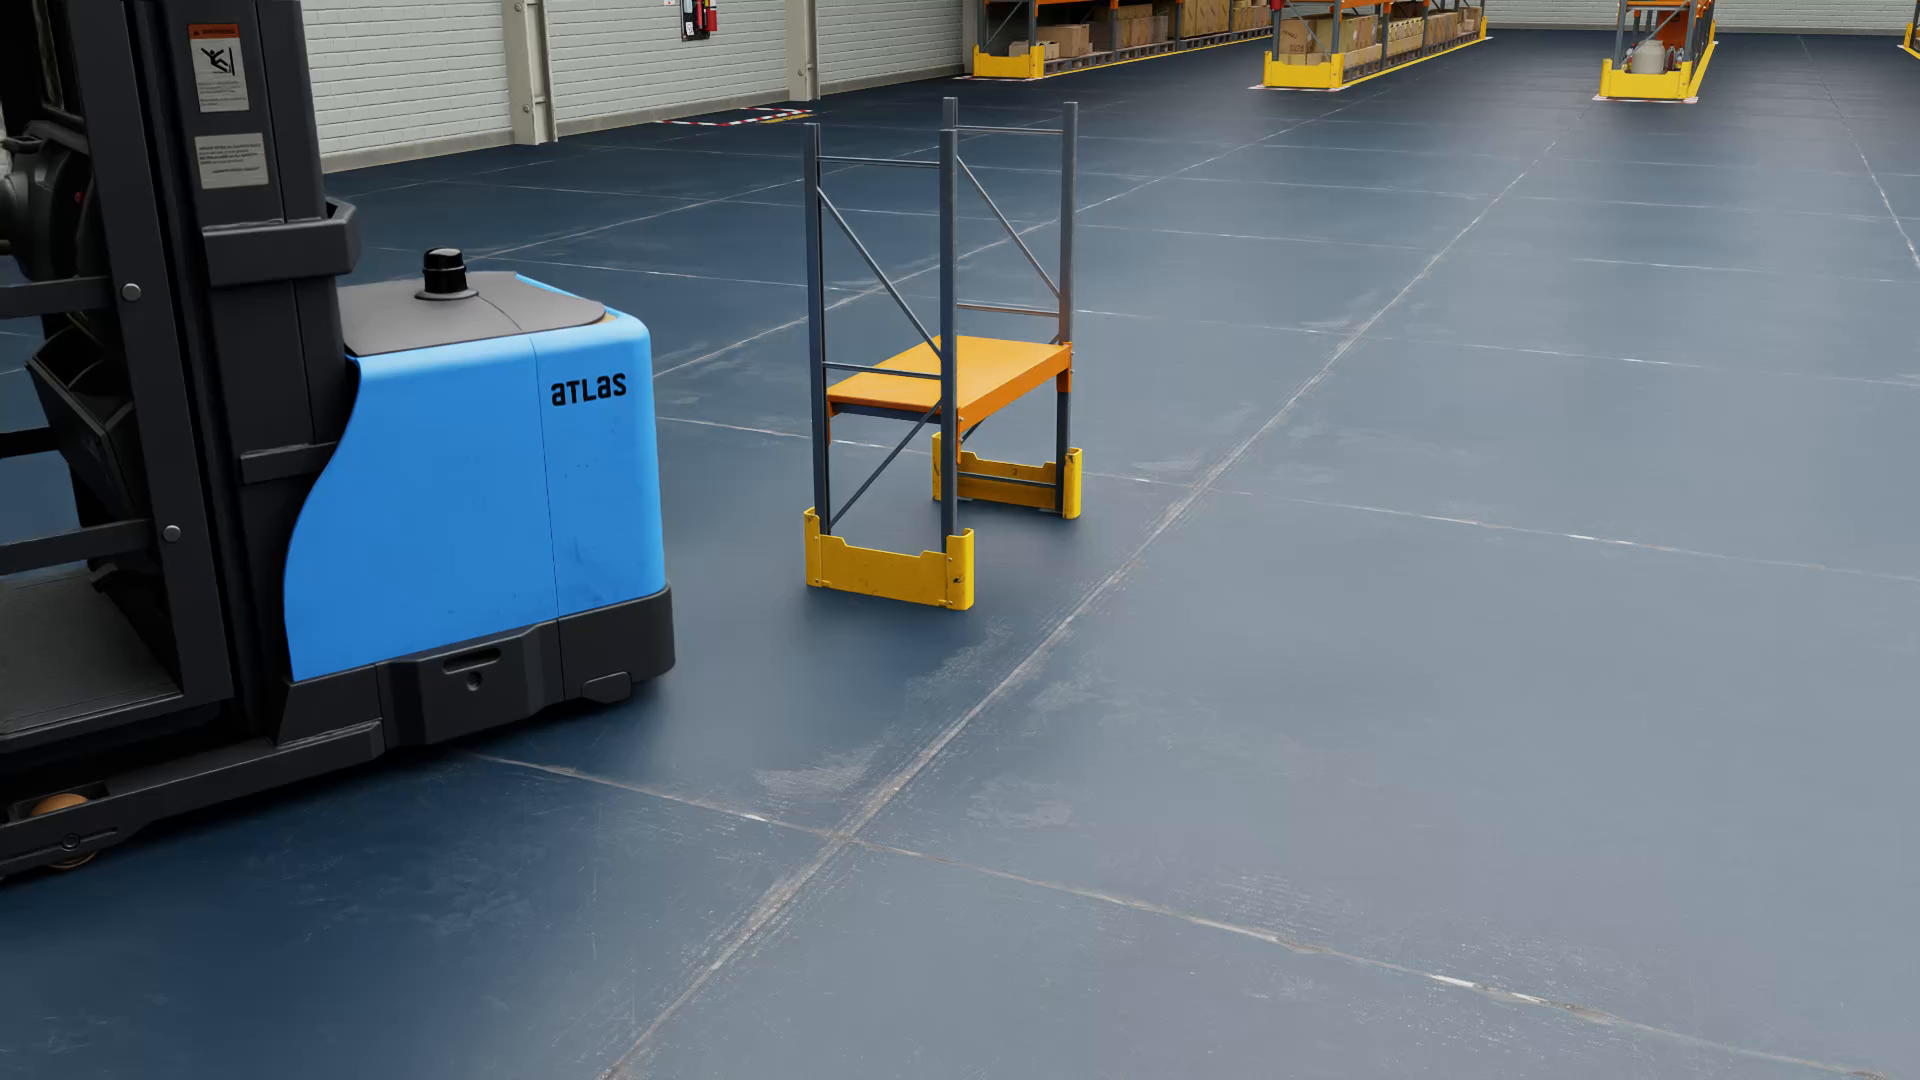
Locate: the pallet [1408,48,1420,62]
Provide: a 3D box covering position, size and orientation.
[{"bbox_3d":[8.191,-9.309,31.830,1.003,0.211,1.213,9,21,23],"label":"pallet"}]

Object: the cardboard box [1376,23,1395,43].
[{"bbox_3d":[7.323,-8.905,29.173,0.500,0.311,0.500,9,21,23],"label":"cardboard box"}]

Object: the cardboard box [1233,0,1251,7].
[{"bbox_3d":[6.601,-12.550,38.918,0.380,0.149,0.250,8,21,21],"label":"cardboard box"}]

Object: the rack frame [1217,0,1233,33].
[{"bbox_3d":[5.681,-12.771,37.402,1.000,3.000,0.127,9,21,23],"label":"rack frame"}]

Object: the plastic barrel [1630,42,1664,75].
[{"bbox_3d":[10.005,-6.980,24.207,0.421,0.512,0.421,0,20,0],"label":"plastic barrel"}]

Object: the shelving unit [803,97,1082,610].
[{"bbox_3d":[-0.031,-0.683,5.652,0.587,1.500,1.083,9,21,23],"label":"shelving unit"}]

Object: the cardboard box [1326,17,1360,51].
[{"bbox_3d":[6.107,-8.121,26.684,0.500,0.500,0.500,9,21,23],"label":"cardboard box"}]

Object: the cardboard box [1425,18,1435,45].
[{"bbox_3d":[9.011,-9.999,32.682,0.500,0.500,0.500,10,22,25],"label":"cardboard box"}]

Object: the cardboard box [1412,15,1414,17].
[{"bbox_3d":[8.945,-10.375,33.740,0.500,0.500,0.500,8,21,21],"label":"cardboard box"}]

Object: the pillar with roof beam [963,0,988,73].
[{"bbox_3d":[4.192,-11.671,25.356,9.100,9.000,0.400,9,21,23],"label":"pillar with roof beam"}]

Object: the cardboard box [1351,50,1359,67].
[{"bbox_3d":[6.117,-7.766,26.806,0.500,0.250,0.500,9,21,23],"label":"cardboard box"}]

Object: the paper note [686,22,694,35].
[{"bbox_3d":[-3.374,-6.391,20.778,0.016,0.148,0.142,9,21,23],"label":"paper note"}]

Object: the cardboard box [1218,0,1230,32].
[{"bbox_3d":[5.534,-11.739,37.083,0.750,0.750,0.750,9,21,23],"label":"cardboard box"}]

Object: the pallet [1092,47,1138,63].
[{"bbox_3d":[2.723,-9.250,31.663,1.003,0.211,1.213,9,21,23],"label":"pallet"}]

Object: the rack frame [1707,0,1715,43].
[{"bbox_3d":[16.357,-12.634,37.018,1.000,3.000,0.127,9,21,23],"label":"rack frame"}]

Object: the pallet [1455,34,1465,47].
[{"bbox_3d":[10.484,-10.988,36.551,1.003,0.211,1.213,9,21,23],"label":"pallet"}]

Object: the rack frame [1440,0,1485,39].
[{"bbox_3d":[11.840,-13.315,38.932,1.000,3.000,0.127,9,21,23],"label":"rack frame"}]

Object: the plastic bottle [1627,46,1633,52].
[{"bbox_3d":[10.407,-7.491,25.852,0.144,0.351,0.185,10,22,25],"label":"plastic bottle"}]

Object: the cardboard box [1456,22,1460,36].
[{"bbox_3d":[10.571,-11.131,36.148,0.500,0.311,0.500,9,21,23],"label":"cardboard box"}]

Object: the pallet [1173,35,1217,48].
[{"bbox_3d":[4.936,-10.836,36.125,1.003,0.211,1.213,9,21,23],"label":"pallet"}]

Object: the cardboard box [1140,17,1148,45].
[{"bbox_3d":[3.301,-10.053,32.834,0.700,0.500,0.500,8,21,22],"label":"cardboard box"}]

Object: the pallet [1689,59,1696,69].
[{"bbox_3d":[12.228,-8.272,28.913,1.003,0.211,1.213,9,21,23],"label":"pallet"}]

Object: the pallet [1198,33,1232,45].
[{"bbox_3d":[5.434,-11.211,37.177,1.003,0.211,1.213,9,21,23],"label":"pallet"}]

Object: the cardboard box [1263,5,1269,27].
[{"bbox_3d":[7.124,-12.786,40.549,0.700,0.500,0.500,9,21,23],"label":"cardboard box"}]

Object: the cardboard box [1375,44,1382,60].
[{"bbox_3d":[6.935,-8.377,28.525,0.500,0.250,0.500,9,21,23],"label":"cardboard box"}]

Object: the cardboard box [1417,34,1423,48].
[{"bbox_3d":[8.571,-9.578,31.900,0.500,0.250,0.500,9,22,24],"label":"cardboard box"}]

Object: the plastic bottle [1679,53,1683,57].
[{"bbox_3d":[11.014,-7.312,25.467,0.097,0.271,0.097,0,20,0],"label":"plastic bottle"}]

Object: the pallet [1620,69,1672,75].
[{"bbox_3d":[10.632,-7.078,25.557,1.003,0.211,1.213,9,21,23],"label":"pallet"}]

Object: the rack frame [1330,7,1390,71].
[{"bbox_3d":[6.926,-9.647,28.617,1.000,3.000,0.127,9,21,23],"label":"rack frame"}]

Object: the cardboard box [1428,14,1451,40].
[{"bbox_3d":[9.846,-10.628,34.452,0.500,0.500,0.500,9,21,23],"label":"cardboard box"}]

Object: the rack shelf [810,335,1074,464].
[{"bbox_3d":[-0.035,-0.511,5.704,0.538,0.185,1.000,9,21,23],"label":"rack shelf"}]

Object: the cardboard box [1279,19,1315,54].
[{"bbox_3d":[5.236,-7.884,26.020,0.500,0.500,0.500,9,21,23],"label":"cardboard box"}]

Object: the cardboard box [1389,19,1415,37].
[{"bbox_3d":[8.158,-9.528,30.925,0.500,0.311,0.500,8,21,22],"label":"cardboard box"}]

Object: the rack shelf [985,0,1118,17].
[{"bbox_3d":[1.586,-9.375,28.927,1.077,0.370,4.000,9,21,23],"label":"rack shelf"}]

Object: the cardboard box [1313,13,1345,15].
[{"bbox_3d":[6.253,-8.650,28.172,0.500,0.500,0.500,9,21,23],"label":"cardboard box"}]

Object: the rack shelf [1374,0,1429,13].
[{"bbox_3d":[7.745,-9.919,30.457,1.077,0.370,4.000,9,21,23],"label":"rack shelf"}]

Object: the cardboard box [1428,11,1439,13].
[{"bbox_3d":[10.176,-11.335,36.438,0.500,0.500,0.500,9,21,23],"label":"cardboard box"}]

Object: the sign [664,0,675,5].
[{"bbox_3d":[-3.560,-6.713,20.314,0.001,0.329,0.234,9,21,23],"label":"sign"}]

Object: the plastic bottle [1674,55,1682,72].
[{"bbox_3d":[10.832,-7.176,25.087,0.097,0.271,0.097,0,20,0],"label":"plastic bottle"}]

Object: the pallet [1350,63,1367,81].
[{"bbox_3d":[6.064,-7.721,27.365,1.003,0.211,1.213,9,21,23],"label":"pallet"}]

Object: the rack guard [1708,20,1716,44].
[{"bbox_3d":[16.355,-11.466,37.463,1.175,0.500,0.348,9,21,23],"label":"rack guard"}]

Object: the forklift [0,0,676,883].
[{"bbox_3d":[-2.297,-0.785,3.801,3.031,2.935,1.130,-14,24,-35],"label":"forklift"}]

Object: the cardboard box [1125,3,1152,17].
[{"bbox_3d":[3.505,-10.538,33.079,0.500,0.250,0.500,9,21,24],"label":"cardboard box"}]

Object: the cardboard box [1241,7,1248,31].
[{"bbox_3d":[6.290,-12.159,38.784,0.700,0.500,0.500,8,21,22],"label":"cardboard box"}]

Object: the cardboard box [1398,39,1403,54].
[{"bbox_3d":[7.737,-8.953,30.144,0.500,0.250,0.500,8,21,21],"label":"cardboard box"}]

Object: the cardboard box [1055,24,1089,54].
[{"bbox_3d":[2.017,-9.032,29.963,0.500,0.500,0.500,7,21,19],"label":"cardboard box"}]
